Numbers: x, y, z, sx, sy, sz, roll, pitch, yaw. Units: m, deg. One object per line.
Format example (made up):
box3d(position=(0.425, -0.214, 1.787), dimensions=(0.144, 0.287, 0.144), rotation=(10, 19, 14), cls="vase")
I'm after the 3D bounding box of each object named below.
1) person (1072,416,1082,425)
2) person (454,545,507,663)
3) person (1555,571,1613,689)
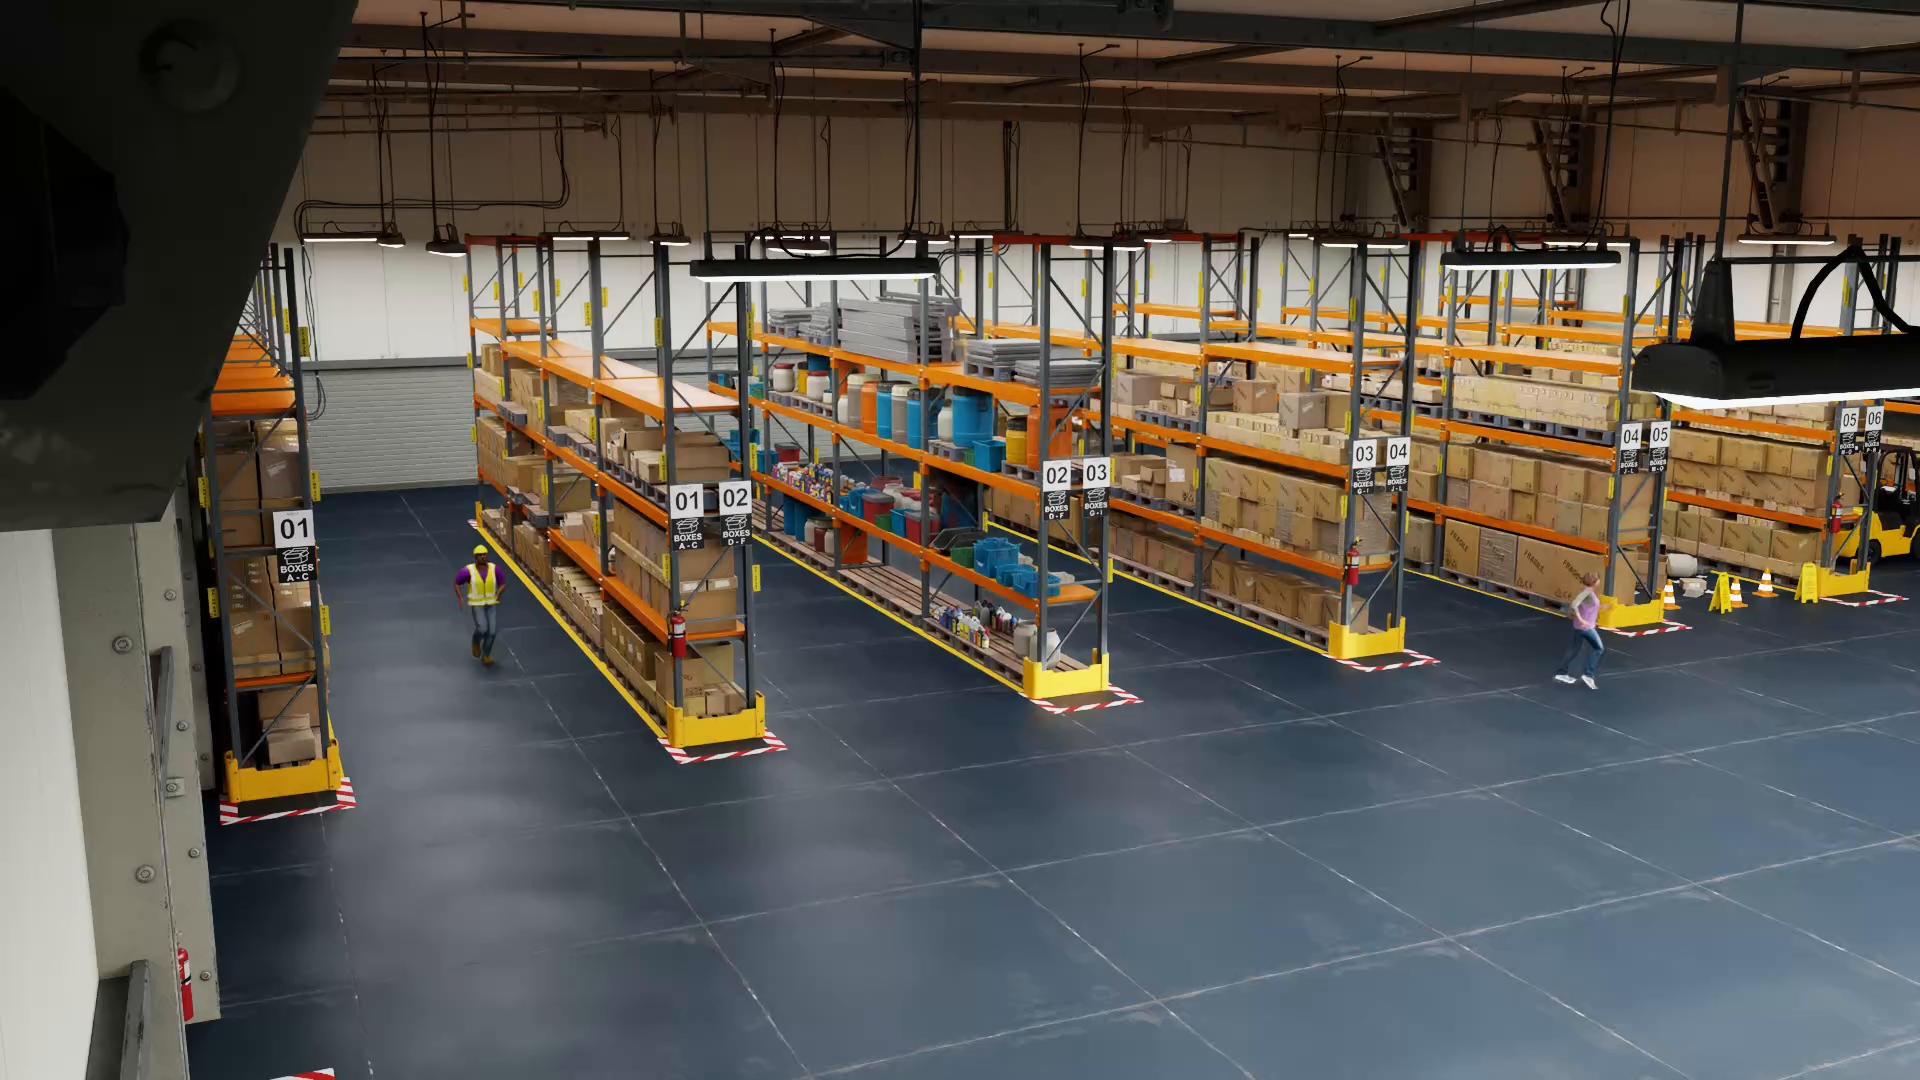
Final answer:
box3d(position=(2.897, -2.443, 41.300), dimensions=(0.720, 1.786, 0.796), rotation=(-10, 15, -42), cls="person")
box3d(position=(-6.814, 0.929, 23.807), dimensions=(0.706, 1.720, 0.575), rotation=(-6, 13, -30), cls="person")
box3d(position=(8.516, 1.226, 22.680), dimensions=(0.701, 1.641, 0.506), rotation=(2, 11, 10), cls="person")
